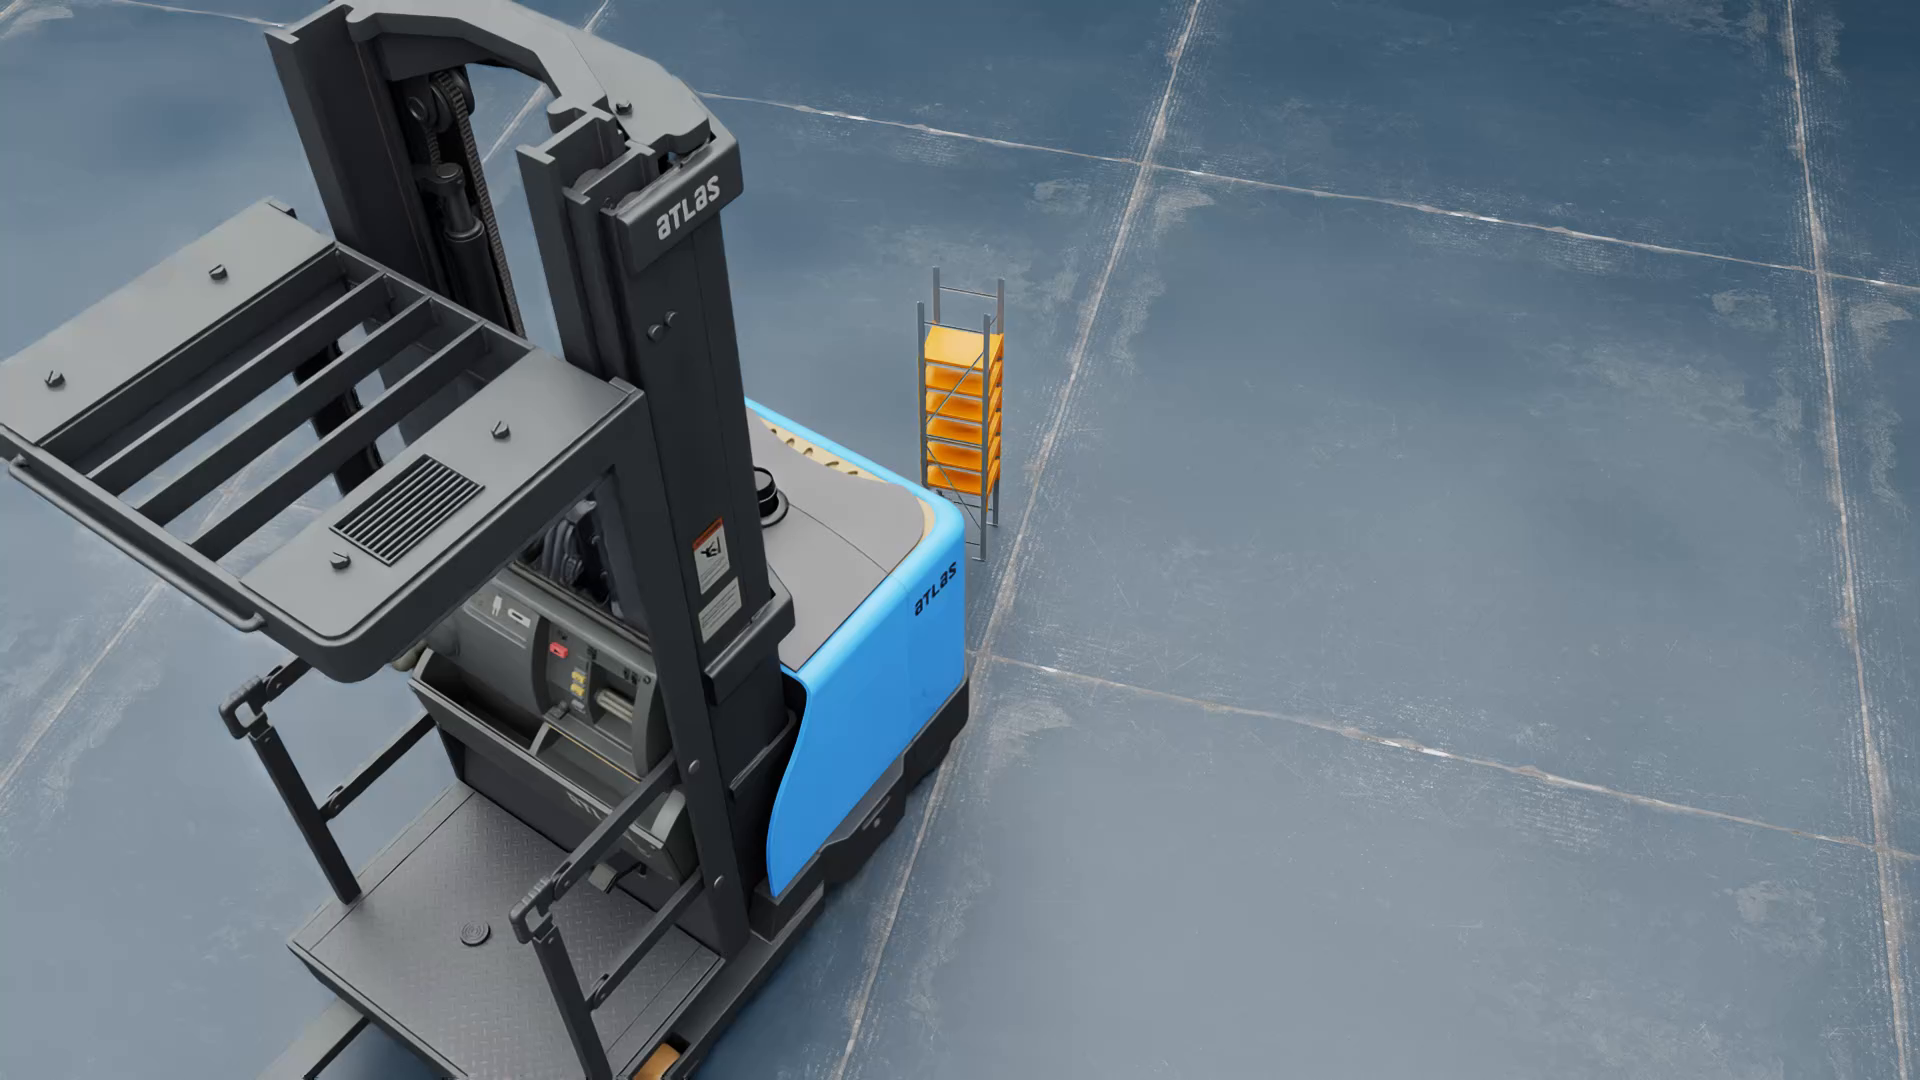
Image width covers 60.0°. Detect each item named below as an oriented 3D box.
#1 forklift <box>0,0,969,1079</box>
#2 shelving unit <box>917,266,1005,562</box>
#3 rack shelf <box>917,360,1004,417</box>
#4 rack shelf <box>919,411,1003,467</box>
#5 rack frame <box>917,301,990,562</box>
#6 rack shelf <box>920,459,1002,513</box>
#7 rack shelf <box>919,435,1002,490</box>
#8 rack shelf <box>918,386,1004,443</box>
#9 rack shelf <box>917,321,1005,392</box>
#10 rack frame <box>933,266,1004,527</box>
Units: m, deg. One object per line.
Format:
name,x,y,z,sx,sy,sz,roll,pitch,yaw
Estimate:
forklift,-1.222,0.354,3.983,1.130,2.935,3.031,27,54,22
shelving unit,0.004,-0.408,5.809,0.258,1.200,0.189,12,50,10
rack shelf,0.004,-0.537,5.663,0.258,0.103,0.180,12,50,10
rack shelf,0.004,-0.378,5.843,0.258,0.103,0.180,12,50,10
rack frame,-0.020,-0.341,5.751,0.240,1.200,0.006,12,50,10
rack shelf,0.004,-0.219,6.023,0.258,0.103,0.180,12,50,10
rack shelf,0.004,-0.299,5.933,0.258,0.103,0.180,12,50,10
rack shelf,0.004,-0.458,5.753,0.258,0.103,0.180,12,50,10
rack shelf,0.004,-0.616,5.573,0.258,0.103,0.180,12,50,10
rack frame,0.028,-0.474,5.868,0.240,1.200,0.006,12,50,10
